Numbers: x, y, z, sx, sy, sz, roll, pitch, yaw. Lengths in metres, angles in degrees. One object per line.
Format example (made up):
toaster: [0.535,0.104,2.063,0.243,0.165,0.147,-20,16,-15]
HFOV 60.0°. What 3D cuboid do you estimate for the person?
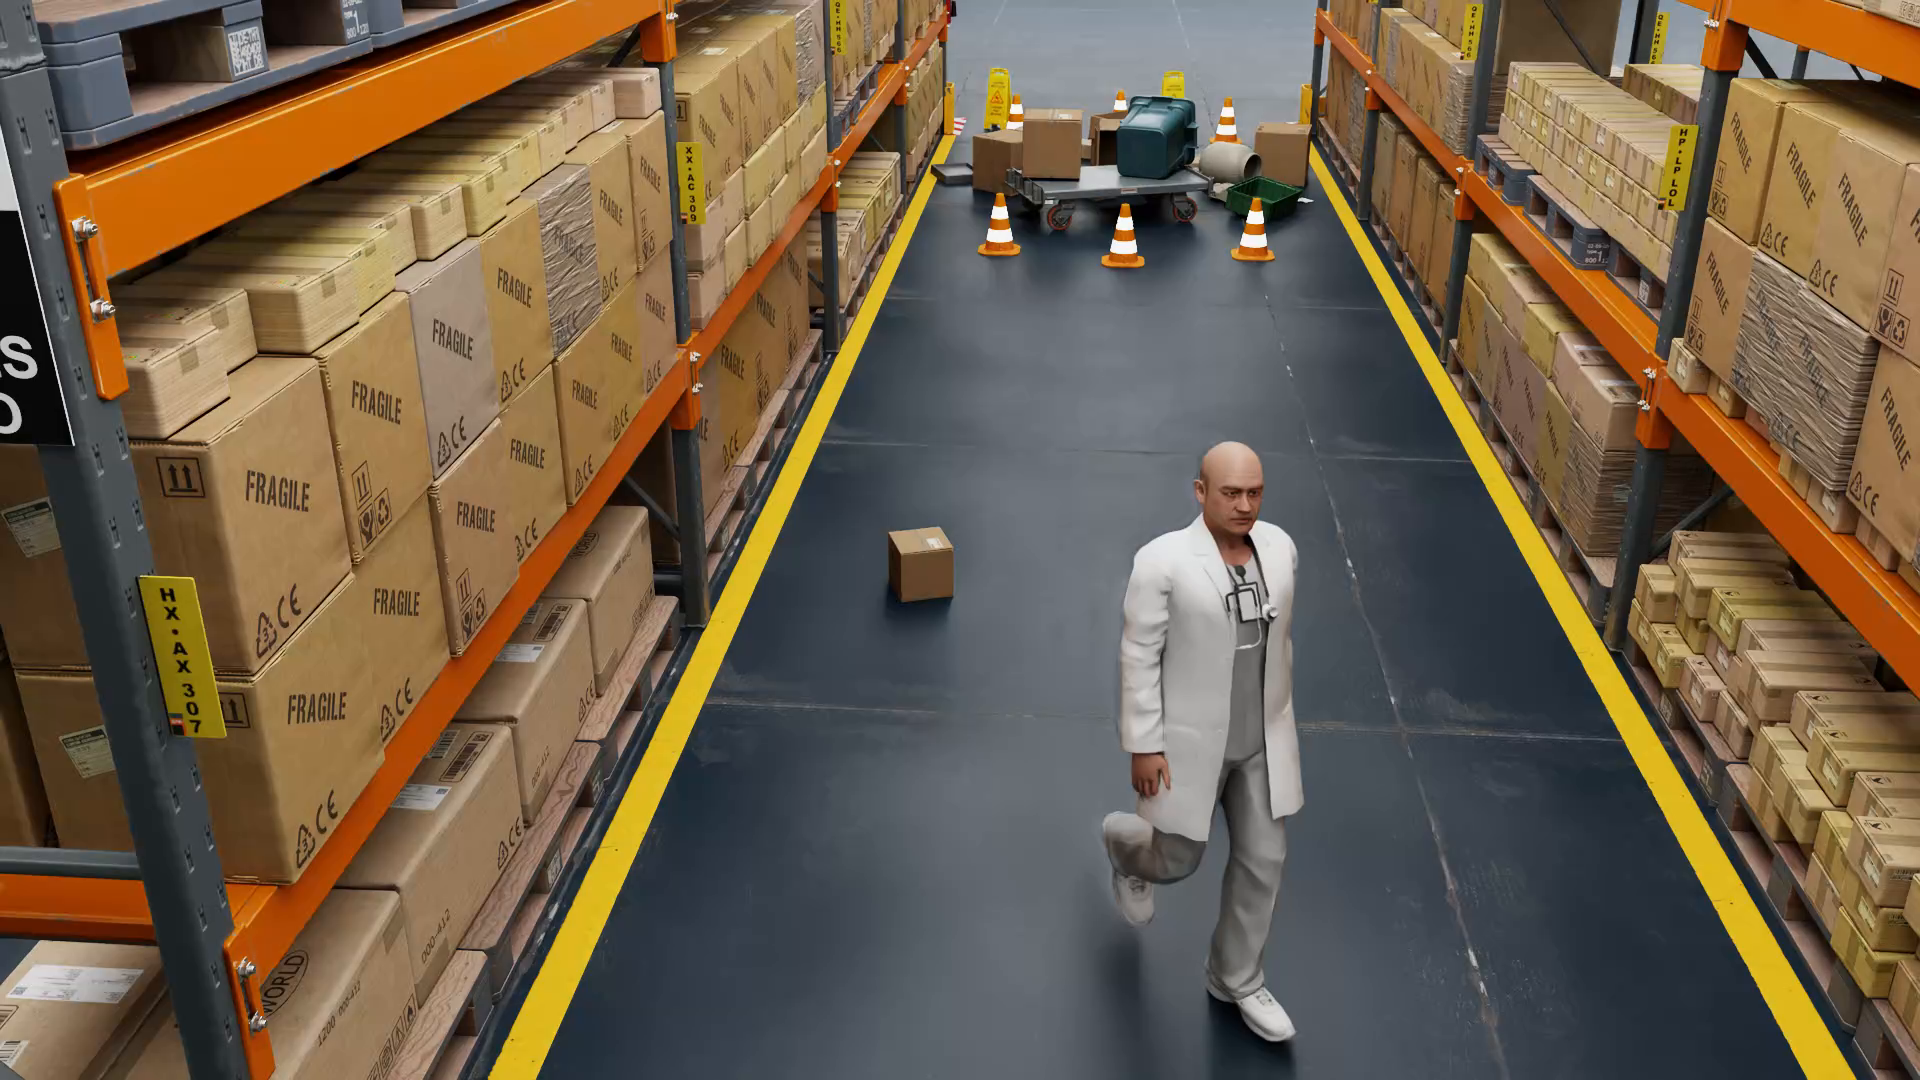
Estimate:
person: [0.725,0.545,4.879,0.599,1.749,0.890,-9,26,-19]
